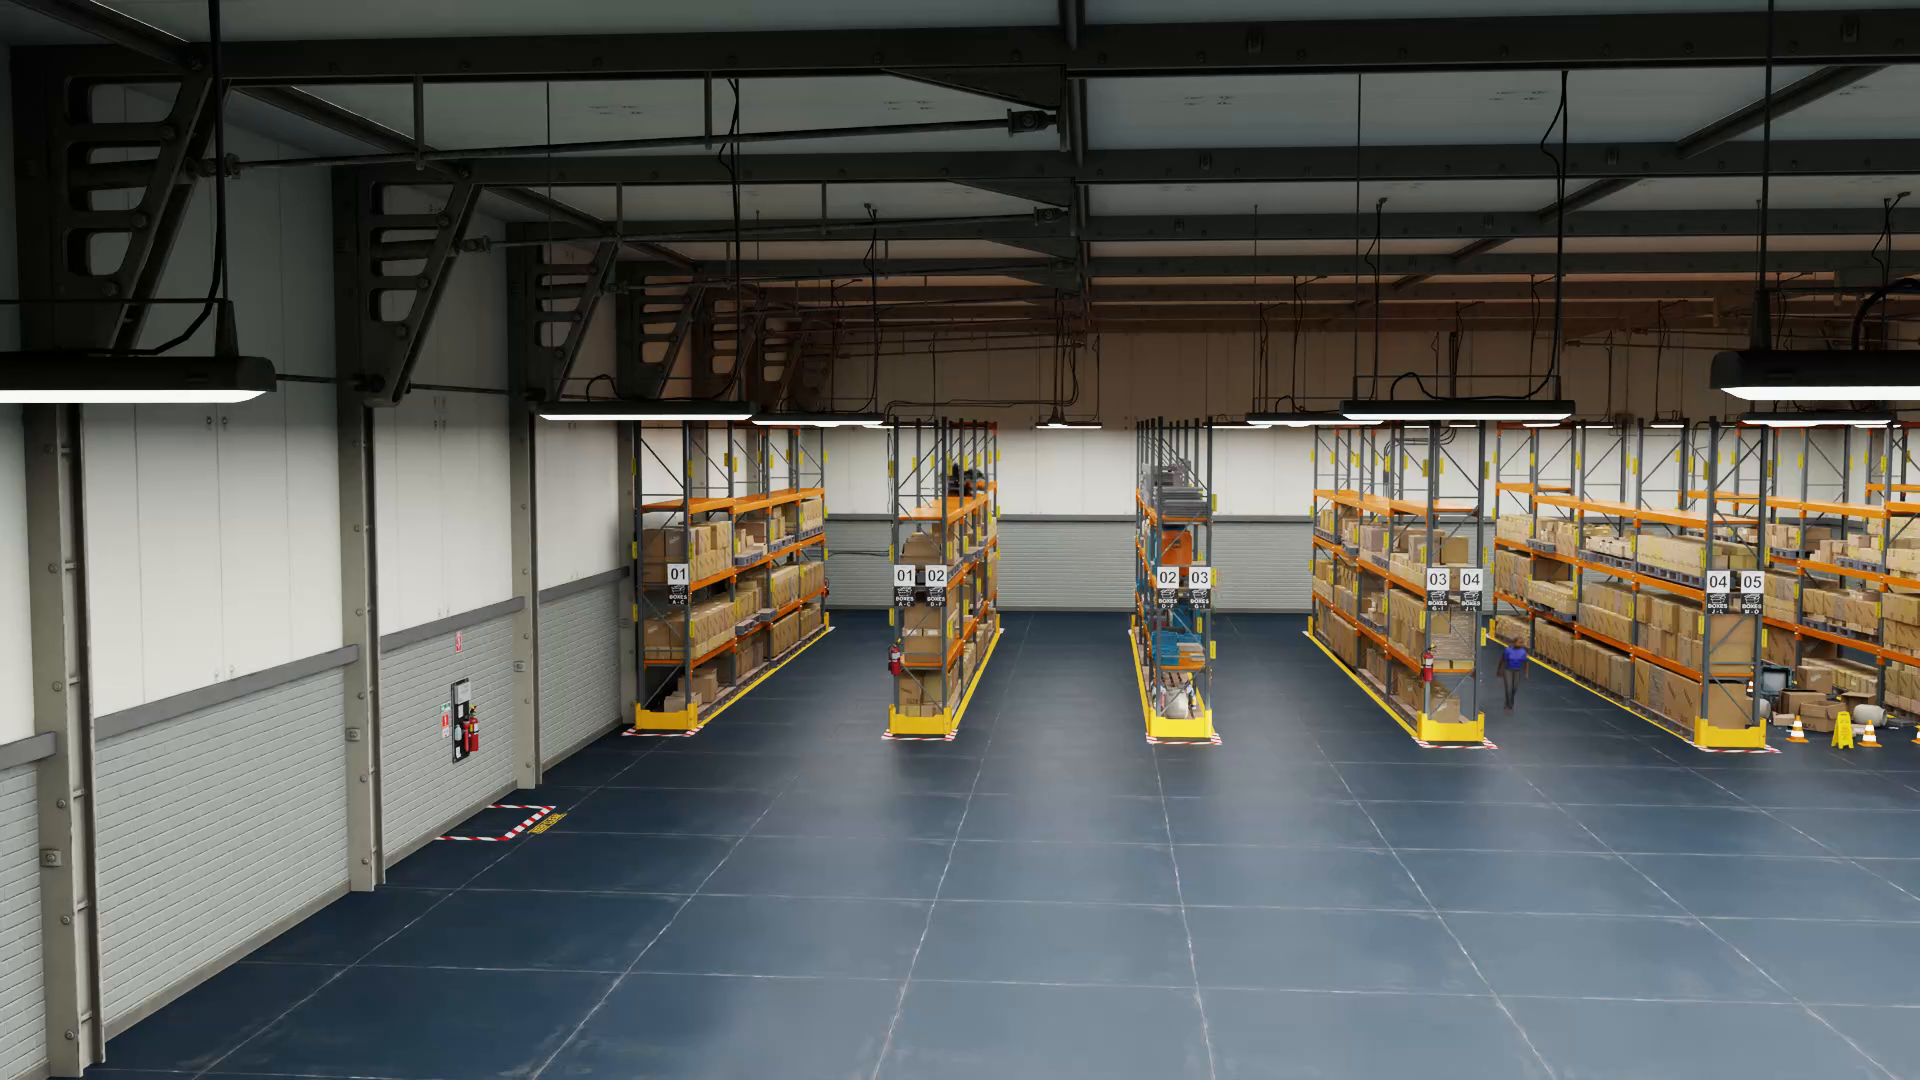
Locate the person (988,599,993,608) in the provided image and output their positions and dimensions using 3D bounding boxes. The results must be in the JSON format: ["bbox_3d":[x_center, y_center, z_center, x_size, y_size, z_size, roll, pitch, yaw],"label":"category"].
[{"bbox_3d":[0.728,1.697,49.474,0.592,1.628,0.695,-4,5,-44],"label":"person"}]

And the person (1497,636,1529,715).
[{"bbox_3d":[11.244,2.726,33.839,0.548,1.617,0.748,0,4,-2],"label":"person"}]

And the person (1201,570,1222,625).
[{"bbox_3d":[7.278,1.696,49.405,1.132,1.624,0.678,2,4,33],"label":"person"}]
